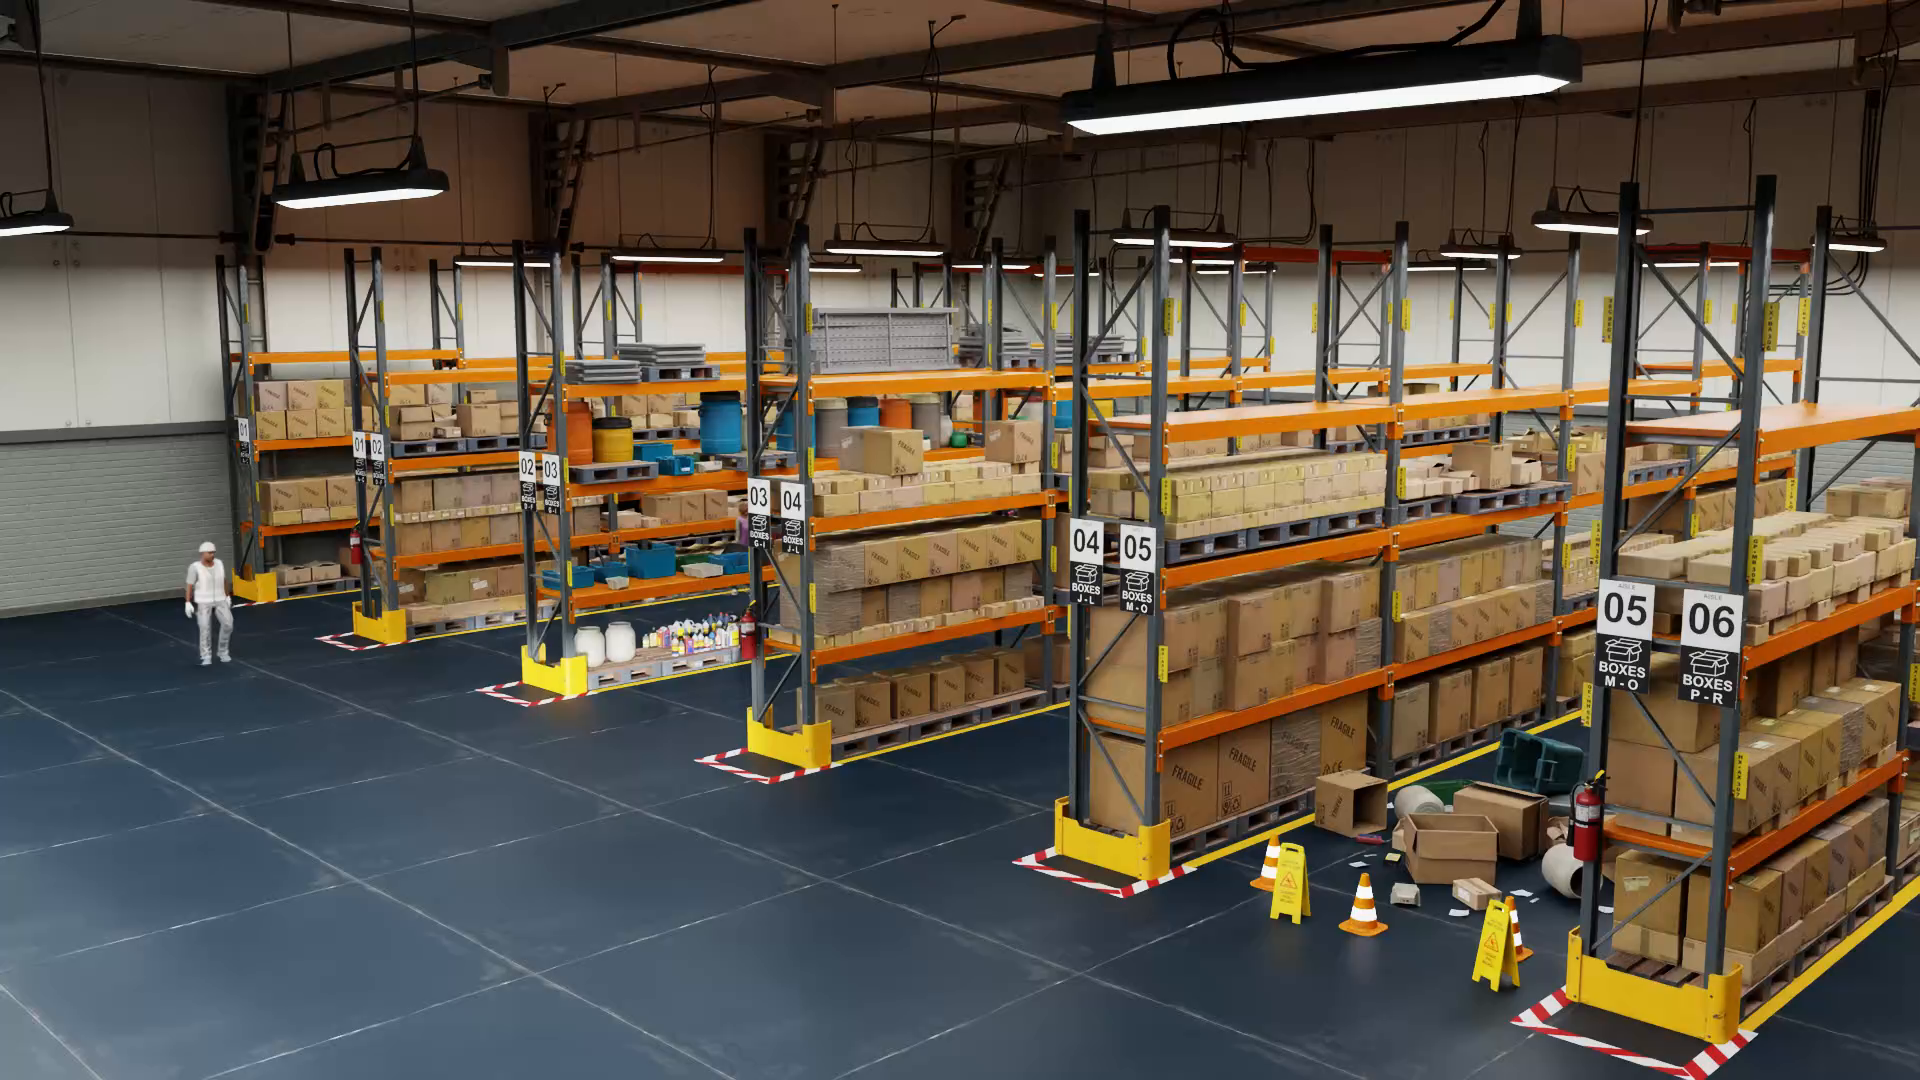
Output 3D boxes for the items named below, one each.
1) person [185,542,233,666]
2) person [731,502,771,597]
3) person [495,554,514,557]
[{"bbox_3d":[-10.831,0.921,23.964,0.400,1.815,0.692,8,11,44],"label":"person"},{"bbox_3d":[-3.546,0.154,27.848,0.570,1.598,0.575,-5,10,-32],"label":"person"},{"bbox_3d":[-8.318,0.019,30.410,0.679,1.736,0.592,-5,10,-33],"label":"person"}]
